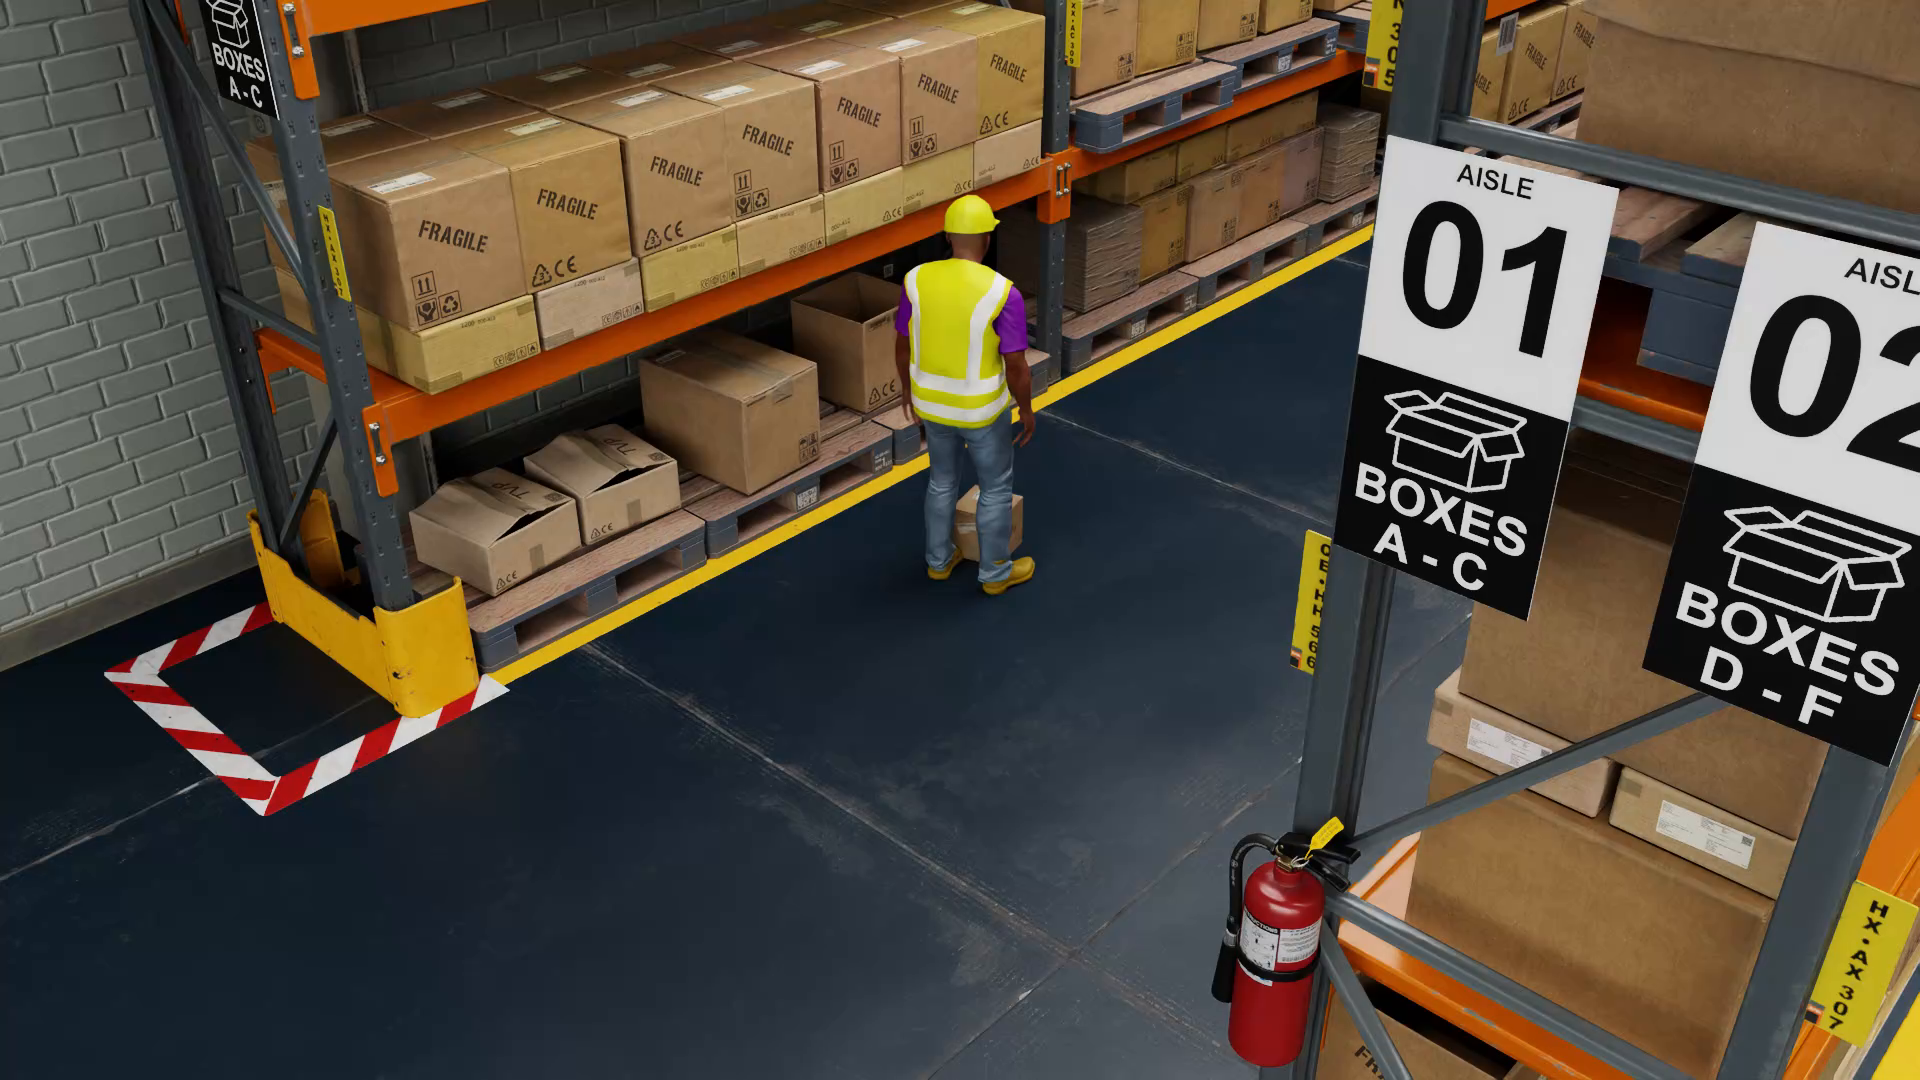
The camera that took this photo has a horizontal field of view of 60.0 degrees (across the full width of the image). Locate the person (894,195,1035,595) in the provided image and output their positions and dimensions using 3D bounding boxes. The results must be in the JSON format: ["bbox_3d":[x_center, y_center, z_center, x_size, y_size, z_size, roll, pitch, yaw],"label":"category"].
[{"bbox_3d":[0.033,-0.601,7.115,0.620,1.755,0.463,15,34,23],"label":"person"}]
